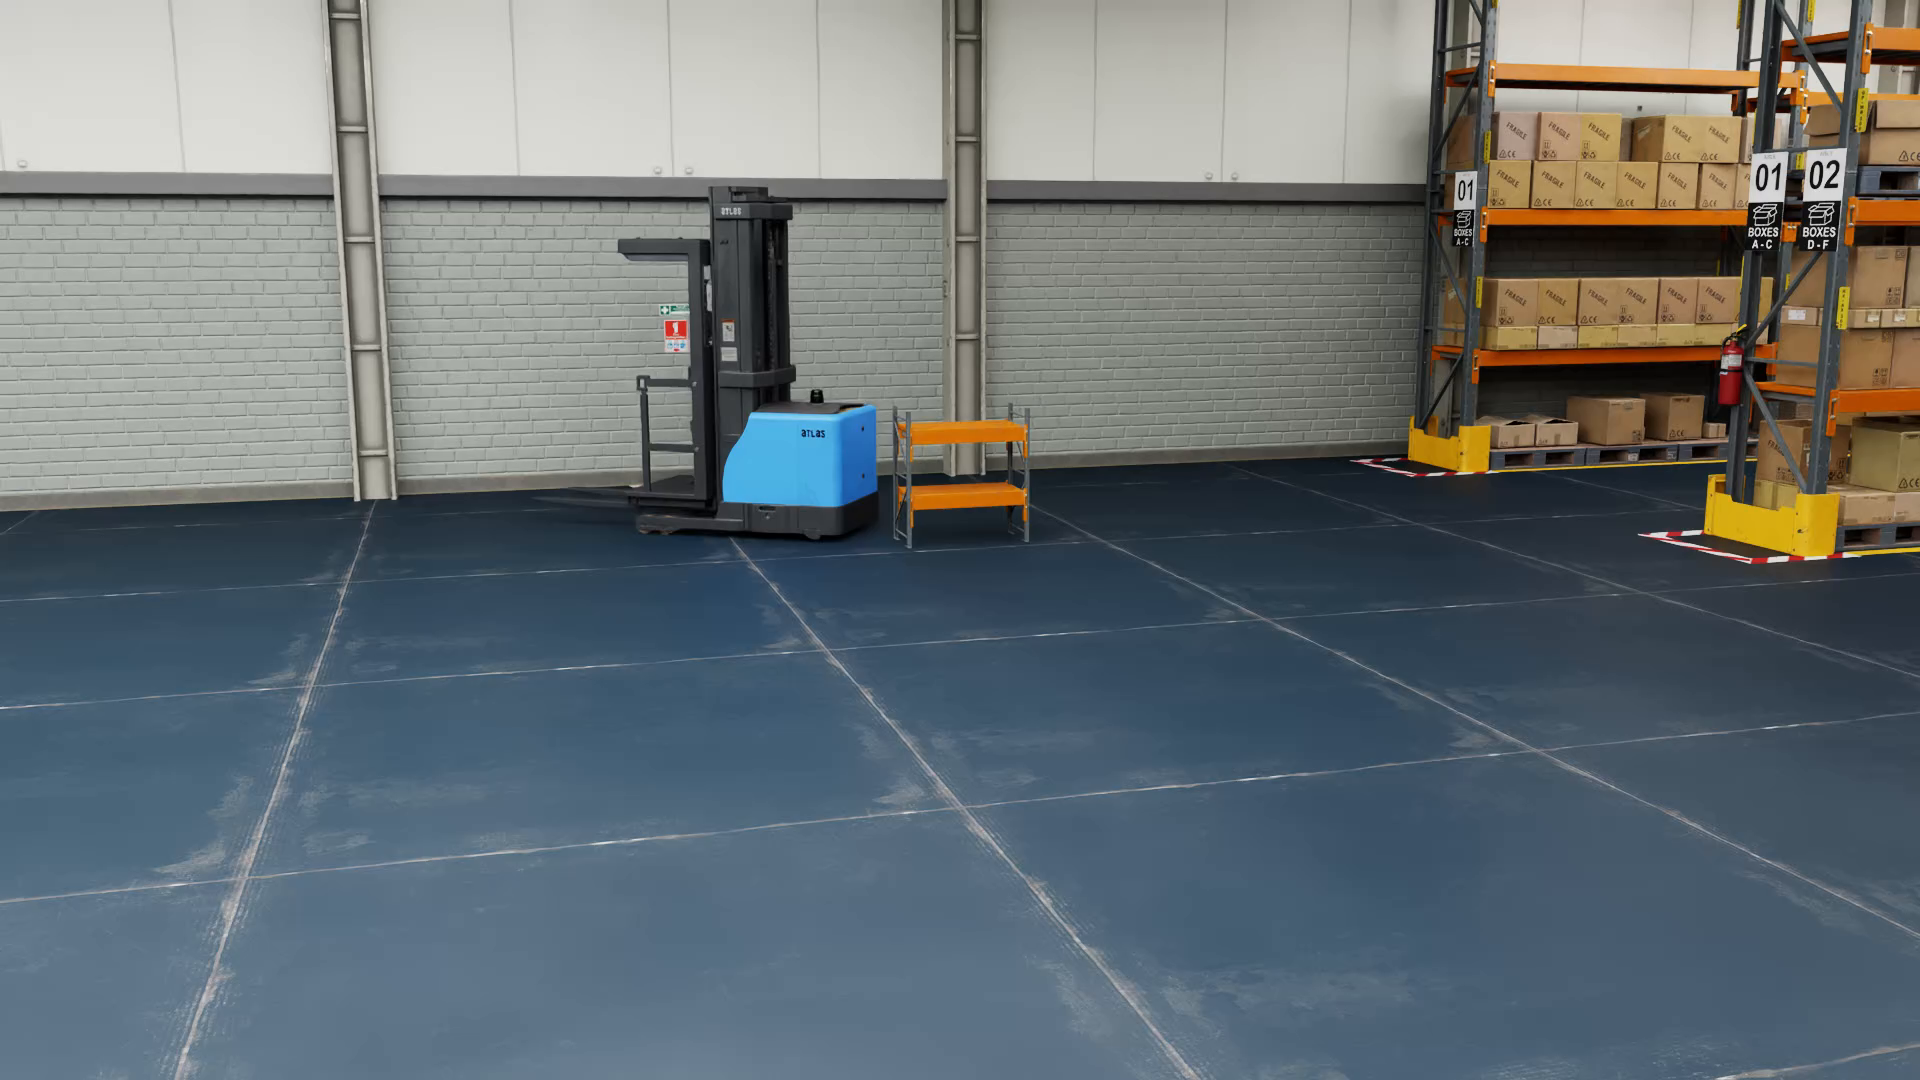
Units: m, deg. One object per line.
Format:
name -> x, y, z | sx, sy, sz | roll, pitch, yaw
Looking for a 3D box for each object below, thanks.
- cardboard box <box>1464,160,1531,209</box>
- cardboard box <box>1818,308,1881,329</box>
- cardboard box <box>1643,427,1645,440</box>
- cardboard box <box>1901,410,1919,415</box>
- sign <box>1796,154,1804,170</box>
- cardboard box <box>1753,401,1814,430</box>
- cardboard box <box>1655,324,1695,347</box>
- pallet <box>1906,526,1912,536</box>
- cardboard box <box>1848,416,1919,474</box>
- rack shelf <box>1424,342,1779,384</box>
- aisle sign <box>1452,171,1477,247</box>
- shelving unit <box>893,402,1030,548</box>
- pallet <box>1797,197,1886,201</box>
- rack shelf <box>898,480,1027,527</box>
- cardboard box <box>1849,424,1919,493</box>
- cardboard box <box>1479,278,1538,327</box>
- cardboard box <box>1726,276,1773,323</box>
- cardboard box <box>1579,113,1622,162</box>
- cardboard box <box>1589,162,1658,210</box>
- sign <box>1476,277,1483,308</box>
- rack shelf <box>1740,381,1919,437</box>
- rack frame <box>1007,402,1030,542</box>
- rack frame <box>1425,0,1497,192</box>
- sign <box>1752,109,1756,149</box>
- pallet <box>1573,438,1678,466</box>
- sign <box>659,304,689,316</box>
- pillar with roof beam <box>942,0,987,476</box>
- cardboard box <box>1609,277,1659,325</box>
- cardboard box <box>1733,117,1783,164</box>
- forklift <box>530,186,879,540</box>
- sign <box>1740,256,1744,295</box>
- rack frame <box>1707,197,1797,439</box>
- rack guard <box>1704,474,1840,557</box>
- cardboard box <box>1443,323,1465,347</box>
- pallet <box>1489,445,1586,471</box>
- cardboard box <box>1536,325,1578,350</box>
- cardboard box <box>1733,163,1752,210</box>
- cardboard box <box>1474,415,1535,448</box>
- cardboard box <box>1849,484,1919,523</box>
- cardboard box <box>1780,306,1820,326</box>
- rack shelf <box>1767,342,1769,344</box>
cardboard box -> 5.767, -3.818, 17.882 | 0.500, 0.500, 0.500 | -3, 11, -14
cardboard box -> 7.202, -1.800, 13.469 | 0.250, 0.149, 0.380 | -3, 11, -16
cardboard box -> 7.676, -1.249, 19.206 | 0.250, 0.149, 0.380 | -4, 11, -21
cardboard box -> 11.385, -1.620, 20.252 | 0.500, 0.500, 0.700 | -3, 11, -16
sign -> 9.376, -4.148, 18.580 | 0.005, 0.325, 0.100 | -3, 11, -16
cardboard box -> 9.919, -1.539, 19.813 | 0.500, 0.500, 0.700 | -3, 11, -14
cardboard box -> 7.888, -2.320, 18.722 | 0.500, 0.250, 0.500 | -3, 11, -16
pallet -> 8.656, -0.185, 14.466 | 1.213, 0.211, 1.003 | -3, 11, -16
cardboard box -> 8.152, -0.804, 14.492 | 0.500, 0.500, 0.500 | -3, 11, -16
rack shelf -> 7.297, -2.057, 18.924 | 4.000, 0.370, 1.077 | -3, 11, -16
aisle sign -> 5.391, -3.533, 17.770 | 0.004, 0.787, 0.394 | -3, 11, -16
shelving unit -> 0.006, -0.554, 13.946 | 1.048, 1.125, 0.538 | -3, 11, -16
pallet -> 9.840, -3.908, 19.223 | 1.003, 0.211, 1.213 | -3, 11, -16
rack shelf -> 0.006, -0.313, 13.991 | 1.000, 0.278, 0.538 | -3, 11, -16
cardboard box -> 7.821, -0.686, 13.852 | 0.500, 0.500, 0.500 | -3, 11, -16
cardboard box -> 5.919, -2.587, 18.100 | 0.500, 0.500, 0.500 | -3, 11, -16
cardboard box -> 8.850, -2.739, 18.930 | 0.500, 0.500, 0.500 | -3, 11, -16
cardboard box -> 6.799, -4.358, 18.054 | 0.500, 0.500, 0.500 | -3, 11, -14
cardboard box -> 7.299, -3.896, 18.310 | 0.500, 0.500, 0.500 | -2, 11, -12
sign -> 5.528, -2.641, 17.718 | 0.005, 0.325, 0.100 | -3, 11, -16
rack shelf -> 8.685, -1.196, 14.247 | 4.000, 0.370, 1.077 | -3, 11, -16
rack frame -> 0.495, -0.579, 14.086 | 0.032, 1.125, 0.500 | -3, 11, -16
rack frame -> 5.376, -5.260, 17.766 | 0.127, 3.000, 1.000 | -3, 11, -16
sign -> 6.626, -3.416, 13.804 | 0.005, 0.325, 0.100 | -3, 11, -16
pallet -> 7.409, -1.038, 19.104 | 1.213, 0.211, 1.003 | -3, 11, -16
sign -> -2.890, -2.340, 16.912 | 0.331, 0.109, 0.001 | -3, 11, -16
pillar with roof beam -> 1.249, -4.394, 13.060 | 0.400, 9.000, 9.100 | -3, 11, -16
cardboard box -> 7.386, -2.663, 18.516 | 0.500, 0.500, 0.500 | -3, 11, -14
cardboard box -> 8.812, -4.466, 18.641 | 0.500, 0.500, 0.500 | -4, 11, -21
forklift -> -2.293, -1.573, 14.496 | 3.031, 2.935, 1.130 | 3, 11, 17
sign -> 6.626, -2.230, 14.022 | 0.005, 0.325, 0.100 | -3, 11, -16
rack frame -> 9.217, -2.512, 19.408 | 0.127, 3.000, 1.000 | -3, 11, -16
rack guard -> 6.742, -0.218, 13.852 | 0.348, 0.500, 1.175 | -3, 11, -16
cardboard box -> 5.771, -2.303, 18.632 | 0.500, 0.250, 0.500 | -3, 11, -15
pallet -> 6.239, -0.977, 18.772 | 1.213, 0.211, 1.003 | -3, 11, -16
cardboard box -> 6.428, -2.244, 18.311 | 0.500, 0.250, 0.500 | -3, 11, -18
cardboard box -> 8.799, -3.978, 18.753 | 0.500, 0.500, 0.500 | -3, 11, -14
cardboard box -> 6.066, -1.223, 18.617 | 0.500, 0.311, 0.500 | -4, 11, -22
cardboard box -> 7.821, -0.318, 13.921 | 0.500, 0.250, 0.500 | -3, 11, -16
cardboard box -> 7.078, -1.870, 13.849 | 0.250, 0.149, 0.380 | -3, 11, -17
rack shelf -> 11.137, -2.260, 20.023 | 4.000, 0.370, 1.077 | -3, 11, -16
